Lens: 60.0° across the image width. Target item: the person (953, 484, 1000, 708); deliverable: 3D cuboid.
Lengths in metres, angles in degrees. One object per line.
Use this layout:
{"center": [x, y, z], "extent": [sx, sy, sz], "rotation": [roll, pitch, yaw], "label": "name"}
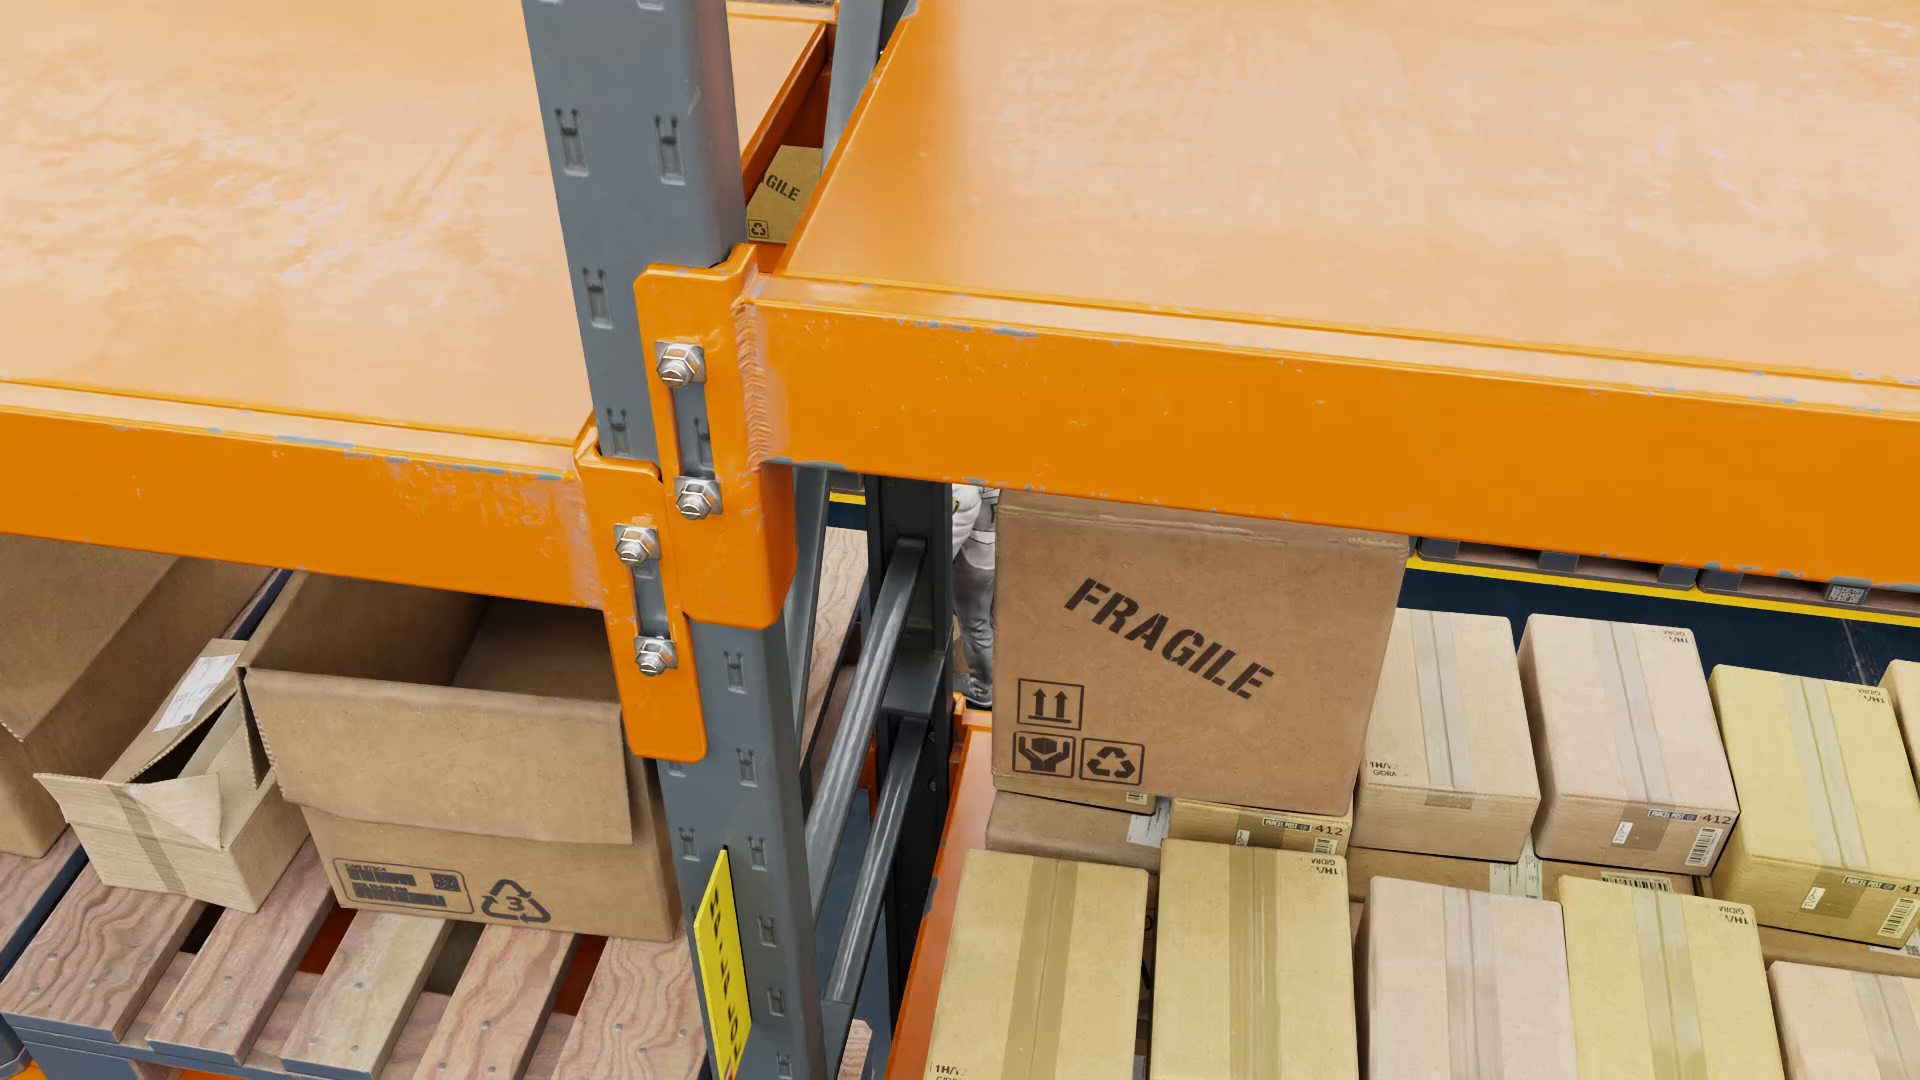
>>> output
{"center": [0.050, -0.017, 6.367], "extent": [0.534, 1.697, 0.587], "rotation": [31, 50, 31], "label": "person"}
